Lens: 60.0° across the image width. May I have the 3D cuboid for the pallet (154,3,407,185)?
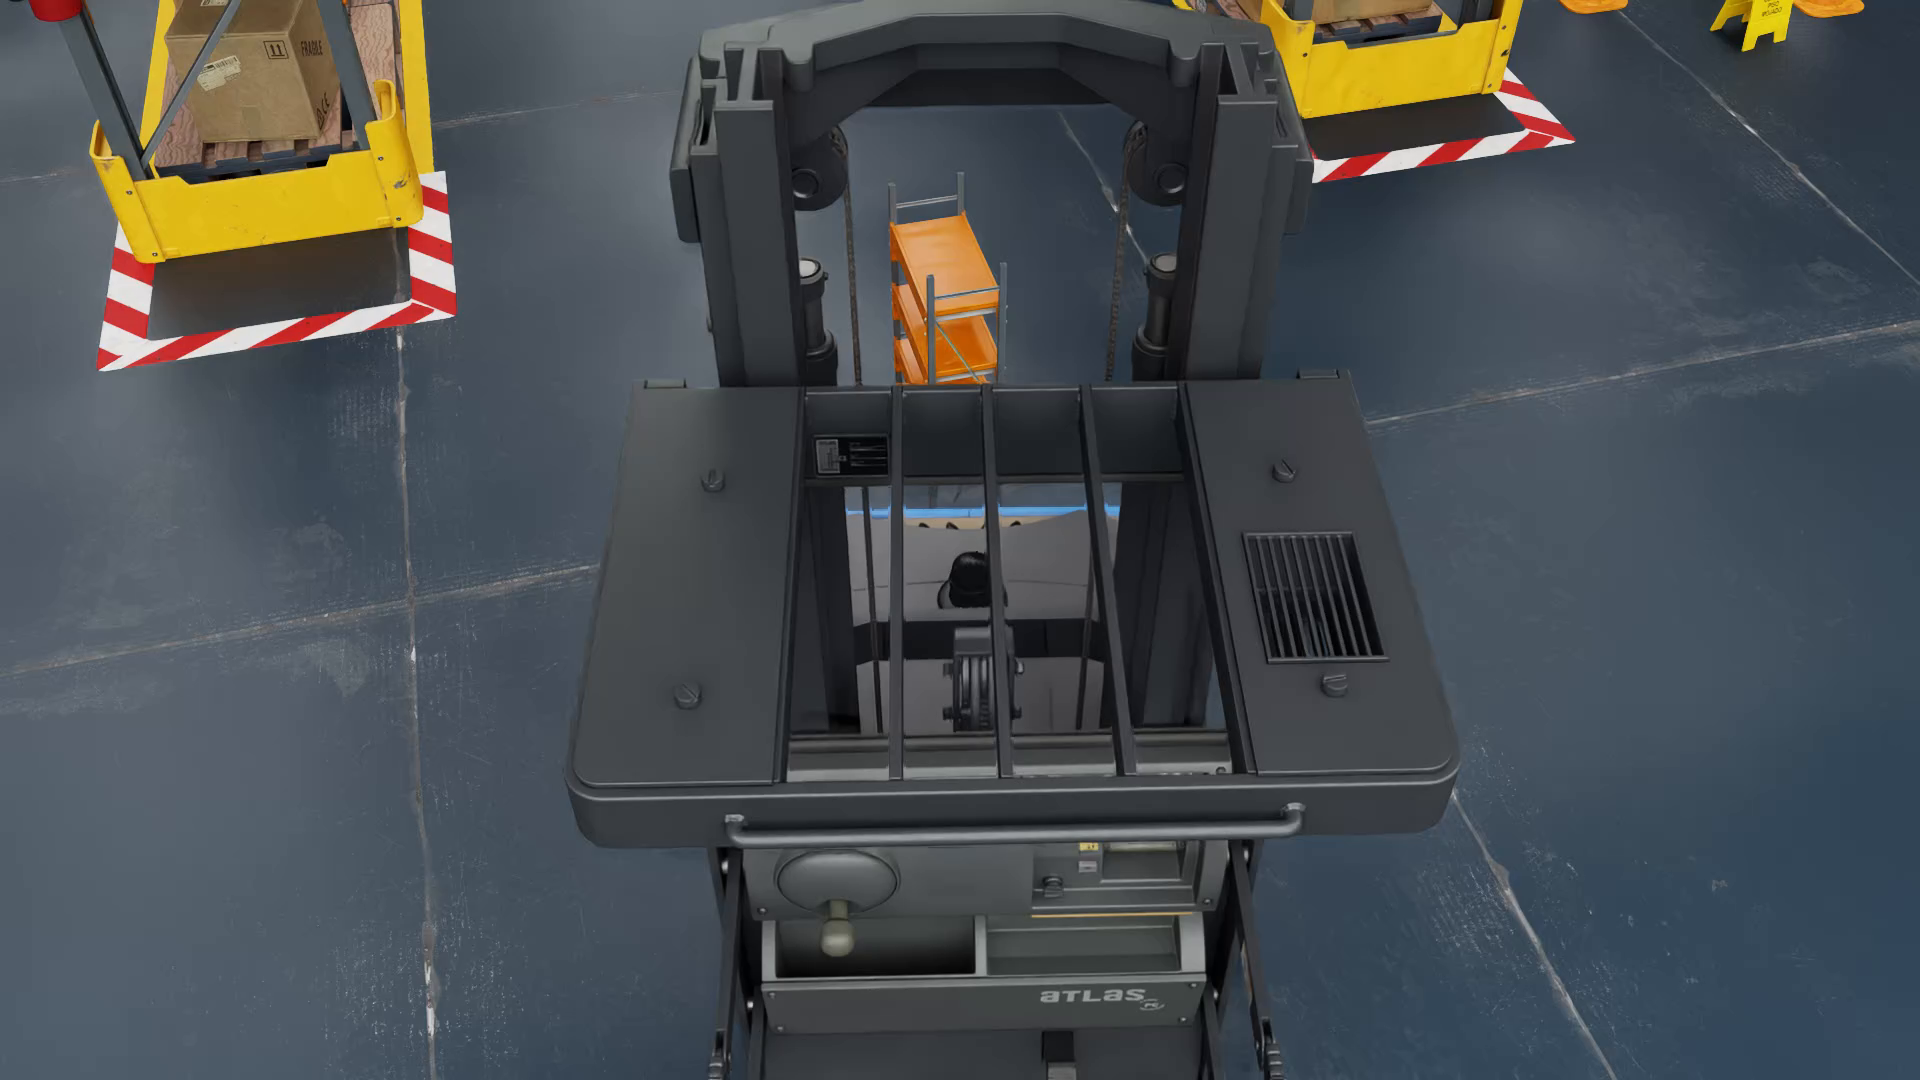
[{"bbox_3d":[-3.062,-1.999,7.561,1.003,0.211,1.213,-11,47,-10],"label":"pallet"}]

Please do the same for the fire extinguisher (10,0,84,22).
[{"bbox_3d":[-3.284,-2.165,5.825,0.296,0.674,0.183,-11,47,-10],"label":"fire extinguisher"}]

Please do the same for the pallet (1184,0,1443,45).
[{"bbox_3d":[1.672,-2.754,8.301,1.003,0.211,1.213,-11,47,-10],"label":"pallet"}]

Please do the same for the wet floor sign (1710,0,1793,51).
[{"bbox_3d":[3.874,-2.710,7.954,0.267,0.644,0.232,-18,48,-17],"label":"wet floor sign"}]

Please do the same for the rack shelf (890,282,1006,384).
[{"bbox_3d":[-0.042,-0.644,5.322,0.258,0.148,0.480,-11,47,-10],"label":"rack shelf"}]

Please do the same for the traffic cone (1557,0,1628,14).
[{"bbox_3d":[3.189,-2.930,8.298,0.336,0.463,0.334,-11,47,-10],"label":"traffic cone"}]

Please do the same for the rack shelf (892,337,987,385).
[{"bbox_3d":[-0.042,-0.487,5.482,0.258,0.148,0.480,-11,47,-10],"label":"rack shelf"}]

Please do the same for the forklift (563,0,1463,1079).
[{"bbox_3d":[0.057,0.686,3.026,1.130,2.935,3.031,-1,46,-1],"label":"forklift"}]

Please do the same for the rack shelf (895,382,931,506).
[{"bbox_3d":[-0.042,-0.348,5.623,0.258,0.148,0.480,-11,47,-10],"label":"rack shelf"}]

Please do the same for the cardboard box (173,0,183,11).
[{"bbox_3d":[-3.198,-2.468,7.524,0.500,0.500,0.500,0,46,0],"label":"cardboard box"}]

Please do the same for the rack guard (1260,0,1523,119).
[{"bbox_3d":[1.958,-2.300,7.654,1.175,0.500,0.348,-11,47,-10],"label":"rack guard"}]

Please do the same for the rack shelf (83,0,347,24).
[{"bbox_3d":[-3.380,-3.484,7.568,1.077,0.370,4.000,-11,47,-10],"label":"rack shelf"}]

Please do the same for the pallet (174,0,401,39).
[{"bbox_3d":[-3.370,-2.839,8.385,1.003,0.211,1.213,-11,47,-10],"label":"pallet"}]

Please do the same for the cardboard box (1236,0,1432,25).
[{"bbox_3d":[1.715,-3.051,7.834,0.875,0.875,0.875,-10,47,-10],"label":"cardboard box"}]

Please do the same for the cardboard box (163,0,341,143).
[{"bbox_3d":[-3.012,-2.061,7.126,0.500,0.500,0.500,-3,46,-3],"label":"cardboard box"}]

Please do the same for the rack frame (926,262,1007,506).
[{"bbox_3d":[0.020,-0.366,5.268,0.240,1.200,0.015,-11,47,-10],"label":"rack frame"}]

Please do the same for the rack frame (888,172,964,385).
[{"bbox_3d":[-0.105,-0.703,5.599,0.240,1.200,0.015,-11,47,-10],"label":"rack frame"}]

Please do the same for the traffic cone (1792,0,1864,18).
[{"bbox_3d":[4.368,-2.902,8.270,0.336,0.463,0.334,-11,47,-10],"label":"traffic cone"}]

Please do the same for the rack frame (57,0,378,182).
[{"bbox_3d":[-2.868,-2.355,5.958,1.000,3.000,0.127,-11,47,-10],"label":"rack frame"}]

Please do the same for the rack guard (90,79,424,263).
[{"bbox_3d":[-2.888,-1.532,6.902,1.175,0.500,0.348,-11,47,-10],"label":"rack guard"}]

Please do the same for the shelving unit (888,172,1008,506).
[{"bbox_3d":[-0.042,-0.534,5.433,0.258,1.200,0.503,-11,47,-10],"label":"shelving unit"}]

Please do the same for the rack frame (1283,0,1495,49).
[{"bbox_3d":[1.952,-3.192,6.778,1.000,3.000,0.127,-11,47,-10],"label":"rack frame"}]

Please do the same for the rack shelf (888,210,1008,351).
[{"bbox_3d":[-0.042,-0.809,5.153,0.258,0.148,0.480,-11,47,-10],"label":"rack shelf"}]
